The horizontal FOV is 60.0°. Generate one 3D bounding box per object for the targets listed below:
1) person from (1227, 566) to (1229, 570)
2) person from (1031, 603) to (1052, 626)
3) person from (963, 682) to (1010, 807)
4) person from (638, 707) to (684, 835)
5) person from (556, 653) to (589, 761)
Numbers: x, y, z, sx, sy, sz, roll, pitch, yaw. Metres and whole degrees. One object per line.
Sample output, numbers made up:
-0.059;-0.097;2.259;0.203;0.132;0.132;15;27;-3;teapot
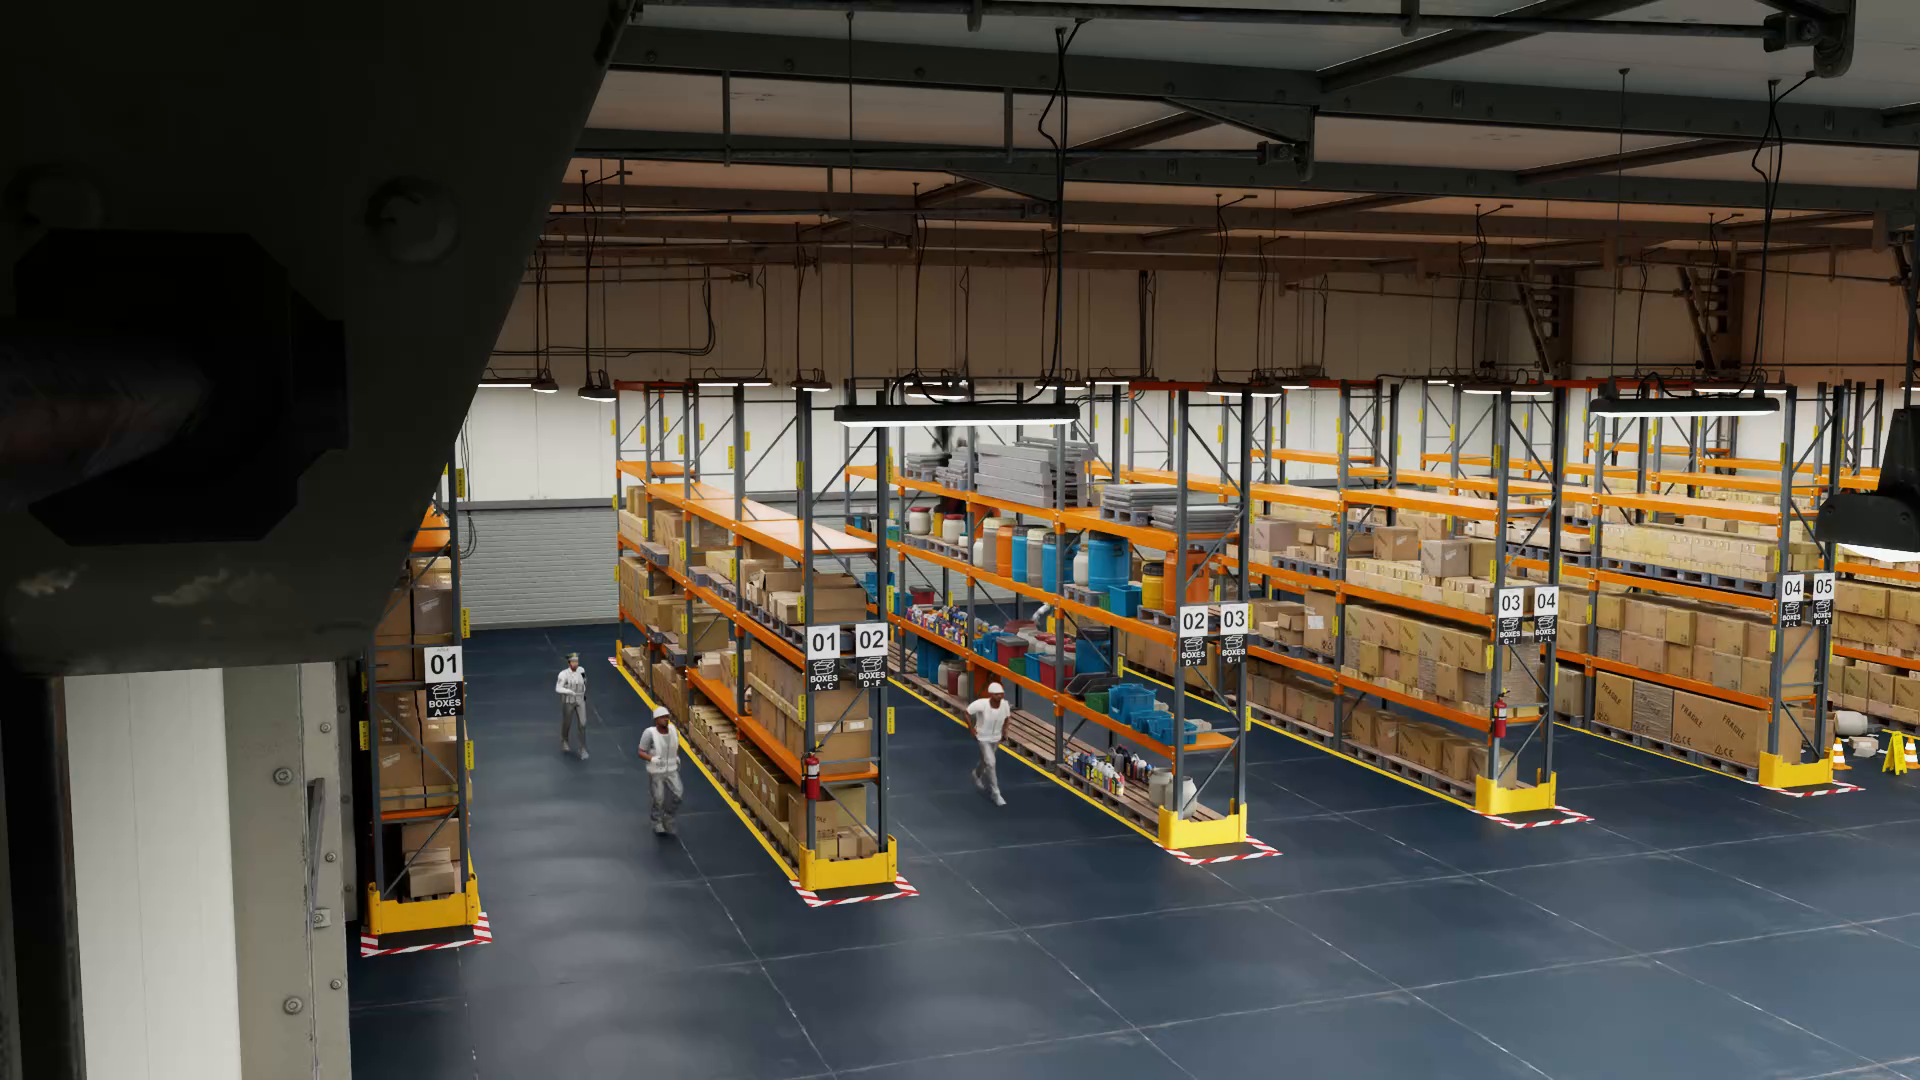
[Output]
6.119;1.426;38.423;0.597;1.679;0.870;-1;6;-14;person
2.178;1.224;39.827;0.939;1.796;0.633;0;6;-1;person
0.398;2.910;24.213;0.716;1.758;1.011;-3;7;-27;person
-3.962;3.107;22.240;0.682;1.770;0.651;-4;7;-34;person
-6.267;2.646;26.887;0.562;1.719;0.857;-3;7;-27;person
